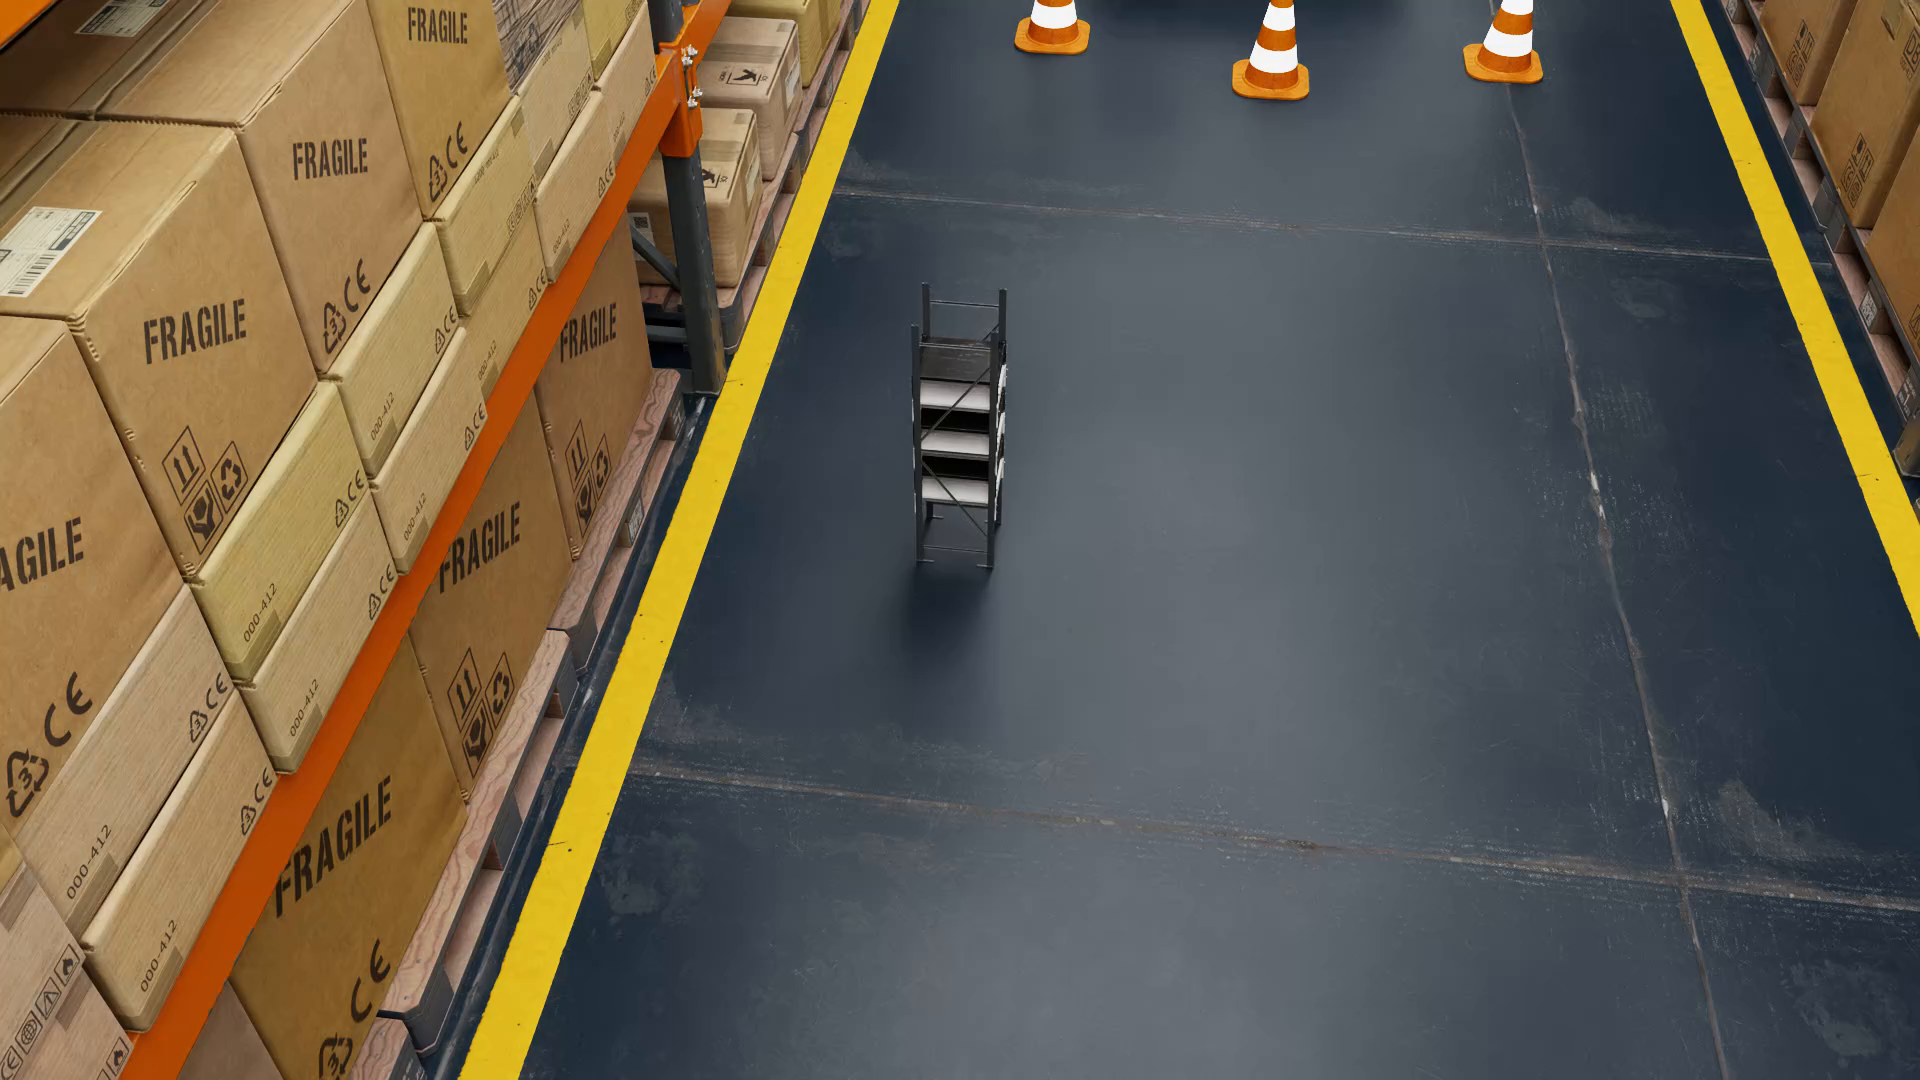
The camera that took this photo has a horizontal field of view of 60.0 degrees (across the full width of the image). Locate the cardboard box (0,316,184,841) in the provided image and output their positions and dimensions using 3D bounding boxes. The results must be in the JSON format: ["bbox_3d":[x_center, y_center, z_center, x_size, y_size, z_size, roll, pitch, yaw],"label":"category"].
[{"bbox_3d":[-1.469,0.034,2.233,0.500,0.500,0.500,5,44,5],"label":"cardboard box"}]

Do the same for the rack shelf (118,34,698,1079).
[{"bbox_3d":[-1.588,-0.046,3.640,1.077,0.370,4.000,5,44,6],"label":"rack shelf"}]

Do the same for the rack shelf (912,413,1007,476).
[{"bbox_3d":[-0.001,-0.297,4.958,0.258,0.077,0.200,5,44,6],"label":"rack shelf"}]

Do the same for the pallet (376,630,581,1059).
[{"bbox_3d":[-1.666,0.702,4.355,1.003,0.211,1.213,5,44,6],"label":"pallet"}]

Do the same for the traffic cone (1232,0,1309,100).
[{"bbox_3d":[1.382,-2.214,7.251,0.336,0.463,0.334,5,44,6],"label":"traffic cone"}]

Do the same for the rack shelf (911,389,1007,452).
[{"bbox_3d":[-0.001,-0.362,4.896,0.258,0.077,0.200,5,44,6],"label":"rack shelf"}]

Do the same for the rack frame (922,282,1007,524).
[{"bbox_3d":[0.012,-0.391,5.008,0.240,0.900,0.006,5,44,6],"label":"rack frame"}]

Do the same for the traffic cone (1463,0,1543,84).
[{"bbox_3d":[2.452,-2.317,7.360,0.336,0.463,0.334,5,44,6],"label":"traffic cone"}]

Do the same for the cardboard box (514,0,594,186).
[{"bbox_3d":[-1.199,-1.094,3.969,0.500,0.250,0.500,4,44,4],"label":"cardboard box"}]

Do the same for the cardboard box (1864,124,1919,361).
[{"bbox_3d":[3.766,-1.031,5.488,1.050,0.750,0.750,5,44,5],"label":"cardboard box"}]

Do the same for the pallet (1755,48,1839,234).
[{"bbox_3d":[3.939,-1.636,6.824,1.003,0.211,1.213,5,44,6],"label":"pallet"}]

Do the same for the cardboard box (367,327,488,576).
[{"bbox_3d":[-1.306,-0.206,3.395,0.500,0.250,0.500,5,44,5],"label":"cardboard box"}]

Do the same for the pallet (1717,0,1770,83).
[{"bbox_3d":[4.098,-2.469,7.705,1.003,0.211,1.213,5,44,6],"label":"pallet"}]

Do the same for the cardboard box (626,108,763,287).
[{"bbox_3d":[-1.239,-1.252,5.997,0.950,0.372,0.625,3,43,3],"label":"cardboard box"}]

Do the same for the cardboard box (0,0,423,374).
[{"bbox_3d":[-1.338,-0.661,2.966,0.500,0.500,0.500,5,44,5],"label":"cardboard box"}]

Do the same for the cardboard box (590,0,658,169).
[{"bbox_3d":[-1.133,-1.247,4.494,0.500,0.250,0.500,4,44,4],"label":"cardboard box"}]

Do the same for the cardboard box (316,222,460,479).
[{"bbox_3d":[-1.315,-0.389,3.225,0.500,0.250,0.500,4,44,4],"label":"cardboard box"}]

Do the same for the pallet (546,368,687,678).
[{"bbox_3d":[-1.502,-0.127,5.230,1.003,0.211,1.213,5,44,6],"label":"pallet"}]

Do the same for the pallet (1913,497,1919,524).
[{"bbox_3d":[3.492,0.256,4.826,1.003,0.211,1.213,5,44,6],"label":"pallet"}]

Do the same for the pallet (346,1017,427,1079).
[{"bbox_3d":[-1.825,1.536,3.474,1.003,0.211,1.213,5,44,6],"label":"pallet"}]

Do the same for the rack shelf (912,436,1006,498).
[{"bbox_3d":[-0.001,-0.232,5.020,0.258,0.077,0.200,5,44,6],"label":"rack shelf"}]

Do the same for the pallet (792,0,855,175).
[{"bbox_3d":[-1.055,-2.019,7.228,1.003,0.211,1.213,5,44,6],"label":"pallet"}]

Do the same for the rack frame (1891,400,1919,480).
[{"bbox_3d":[3.597,-1.289,4.429,1.000,3.000,0.127,5,44,6],"label":"rack frame"}]

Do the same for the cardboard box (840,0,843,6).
[{"bbox_3d":[-0.953,-2.746,7.574,0.950,0.372,0.625,8,44,8],"label":"cardboard box"}]

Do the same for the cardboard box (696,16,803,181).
[{"bbox_3d":[-1.149,-1.756,6.529,0.950,0.372,0.625,4,44,5],"label":"cardboard box"}]

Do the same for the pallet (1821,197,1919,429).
[{"bbox_3d":[3.776,-0.807,5.948,1.003,0.211,1.213,5,44,6],"label":"pallet"}]

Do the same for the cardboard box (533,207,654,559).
[{"bbox_3d":[-1.497,-0.588,4.929,0.875,0.875,0.875,5,44,5],"label":"cardboard box"}]

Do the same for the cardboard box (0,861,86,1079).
[{"bbox_3d":[-1.514,0.655,2.122,0.500,0.250,0.500,4,44,4],"label":"cardboard box"}]

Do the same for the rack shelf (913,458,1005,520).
[{"bbox_3d":[-0.001,-0.166,5.081,0.258,0.077,0.200,5,44,6],"label":"rack shelf"}]

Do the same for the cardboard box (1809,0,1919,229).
[{"bbox_3d":[3.879,-1.627,6.118,1.050,0.750,0.750,6,44,6],"label":"cardboard box"}]

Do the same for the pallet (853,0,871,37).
[{"bbox_3d":[-0.896,-2.853,8.109,1.003,0.211,1.213,5,44,6],"label":"pallet"}]

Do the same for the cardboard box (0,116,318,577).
[{"bbox_3d":[-1.400,-0.308,2.593,0.500,0.500,0.500,4,44,4],"label":"cardboard box"}]

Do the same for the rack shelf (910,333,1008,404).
[{"bbox_3d":[-0.001,-0.493,4.772,0.258,0.077,0.200,5,44,6],"label":"rack shelf"}]

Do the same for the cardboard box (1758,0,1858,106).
[{"bbox_3d":[4.001,-2.262,6.788,1.050,0.750,0.750,5,44,6],"label":"cardboard box"}]

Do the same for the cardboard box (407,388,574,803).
[{"bbox_3d":[-1.619,0.020,4.287,0.875,0.875,0.875,6,44,6],"label":"cardboard box"}]

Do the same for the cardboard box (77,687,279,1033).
[{"bbox_3d":[-1.465,0.482,2.668,0.500,0.250,0.500,4,44,4],"label":"cardboard box"}]

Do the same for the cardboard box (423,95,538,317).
[{"bbox_3d":[-1.247,-0.743,3.599,0.500,0.250,0.500,4,44,4],"label":"cardboard box"}]

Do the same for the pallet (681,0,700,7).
[{"bbox_3d":[-1.335,-2.095,5.421,1.213,0.211,1.003,5,44,6],"label":"pallet"}]

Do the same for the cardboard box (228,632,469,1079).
[{"bbox_3d":[-1.738,0.629,3.644,0.875,0.875,0.875,6,44,7],"label":"cardboard box"}]

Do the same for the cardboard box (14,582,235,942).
[{"bbox_3d":[-1.473,0.297,2.500,0.500,0.250,0.500,6,44,6],"label":"cardboard box"}]

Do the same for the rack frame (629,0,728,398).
[{"bbox_3d":[-1.323,-1.670,4.832,1.000,3.000,0.127,5,44,6],"label":"rack frame"}]

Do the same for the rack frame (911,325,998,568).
[{"bbox_3d":[-0.015,-0.252,4.862,0.240,0.900,0.006,5,44,6],"label":"rack frame"}]

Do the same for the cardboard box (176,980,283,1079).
[{"bbox_3d":[-1.849,1.246,2.993,0.875,0.875,0.875,6,44,7],"label":"cardboard box"}]

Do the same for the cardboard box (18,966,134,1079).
[{"bbox_3d":[-1.532,0.835,2.296,0.500,0.250,0.500,4,44,5],"label":"cardboard box"}]

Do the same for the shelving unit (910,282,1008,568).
[{"bbox_3d":[-0.001,-0.321,4.935,0.258,0.900,0.210,5,44,6],"label":"shelving unit"}]

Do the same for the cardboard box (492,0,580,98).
[{"bbox_3d":[-1.192,-1.343,3.686,0.500,0.500,0.500,6,44,6],"label":"cardboard box"}]

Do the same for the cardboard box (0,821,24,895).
[{"bbox_3d":[-1.509,0.383,1.864,0.500,0.500,0.500,6,44,6],"label":"cardboard box"}]

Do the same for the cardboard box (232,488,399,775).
[{"bbox_3d":[-1.382,0.134,3.036,0.500,0.250,0.500,5,44,5],"label":"cardboard box"}]

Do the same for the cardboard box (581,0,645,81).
[{"bbox_3d":[-1.135,-1.444,4.338,0.500,0.250,0.500,5,44,5],"label":"cardboard box"}]

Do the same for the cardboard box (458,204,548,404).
[{"bbox_3d":[-1.267,-0.556,3.764,0.500,0.250,0.500,5,44,5],"label":"cardboard box"}]

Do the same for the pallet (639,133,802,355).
[{"bbox_3d":[-1.218,-1.190,6.353,1.003,0.211,1.213,5,44,6],"label":"pallet"}]

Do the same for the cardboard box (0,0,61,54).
[{"bbox_3d":[-1.841,-0.722,3.030,0.500,0.500,0.500,6,44,6],"label":"cardboard box"}]

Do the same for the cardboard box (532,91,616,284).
[{"bbox_3d":[-1.185,-0.897,4.125,0.500,0.250,0.500,6,44,6],"label":"cardboard box"}]

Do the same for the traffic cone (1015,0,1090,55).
[{"bbox_3d":[0.429,-2.502,7.556,0.336,0.463,0.334,5,44,6],"label":"traffic cone"}]

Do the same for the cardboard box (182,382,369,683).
[{"bbox_3d":[-1.380,-0.044,2.861,0.500,0.250,0.500,6,44,6],"label":"cardboard box"}]

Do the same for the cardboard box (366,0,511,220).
[{"bbox_3d":[-1.264,-1.005,3.330,0.500,0.500,0.500,5,44,6],"label":"cardboard box"}]

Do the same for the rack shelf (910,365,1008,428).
[{"bbox_3d":[-0.001,-0.428,4.834,0.258,0.077,0.200,5,44,6],"label":"rack shelf"}]

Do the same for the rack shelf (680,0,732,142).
[{"bbox_3d":[-1.059,-2.772,6.519,1.077,0.370,4.000,5,44,6],"label":"rack shelf"}]

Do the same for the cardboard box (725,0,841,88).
[{"bbox_3d":[-1.043,-2.272,7.074,0.950,0.372,0.625,7,44,7],"label":"cardboard box"}]
